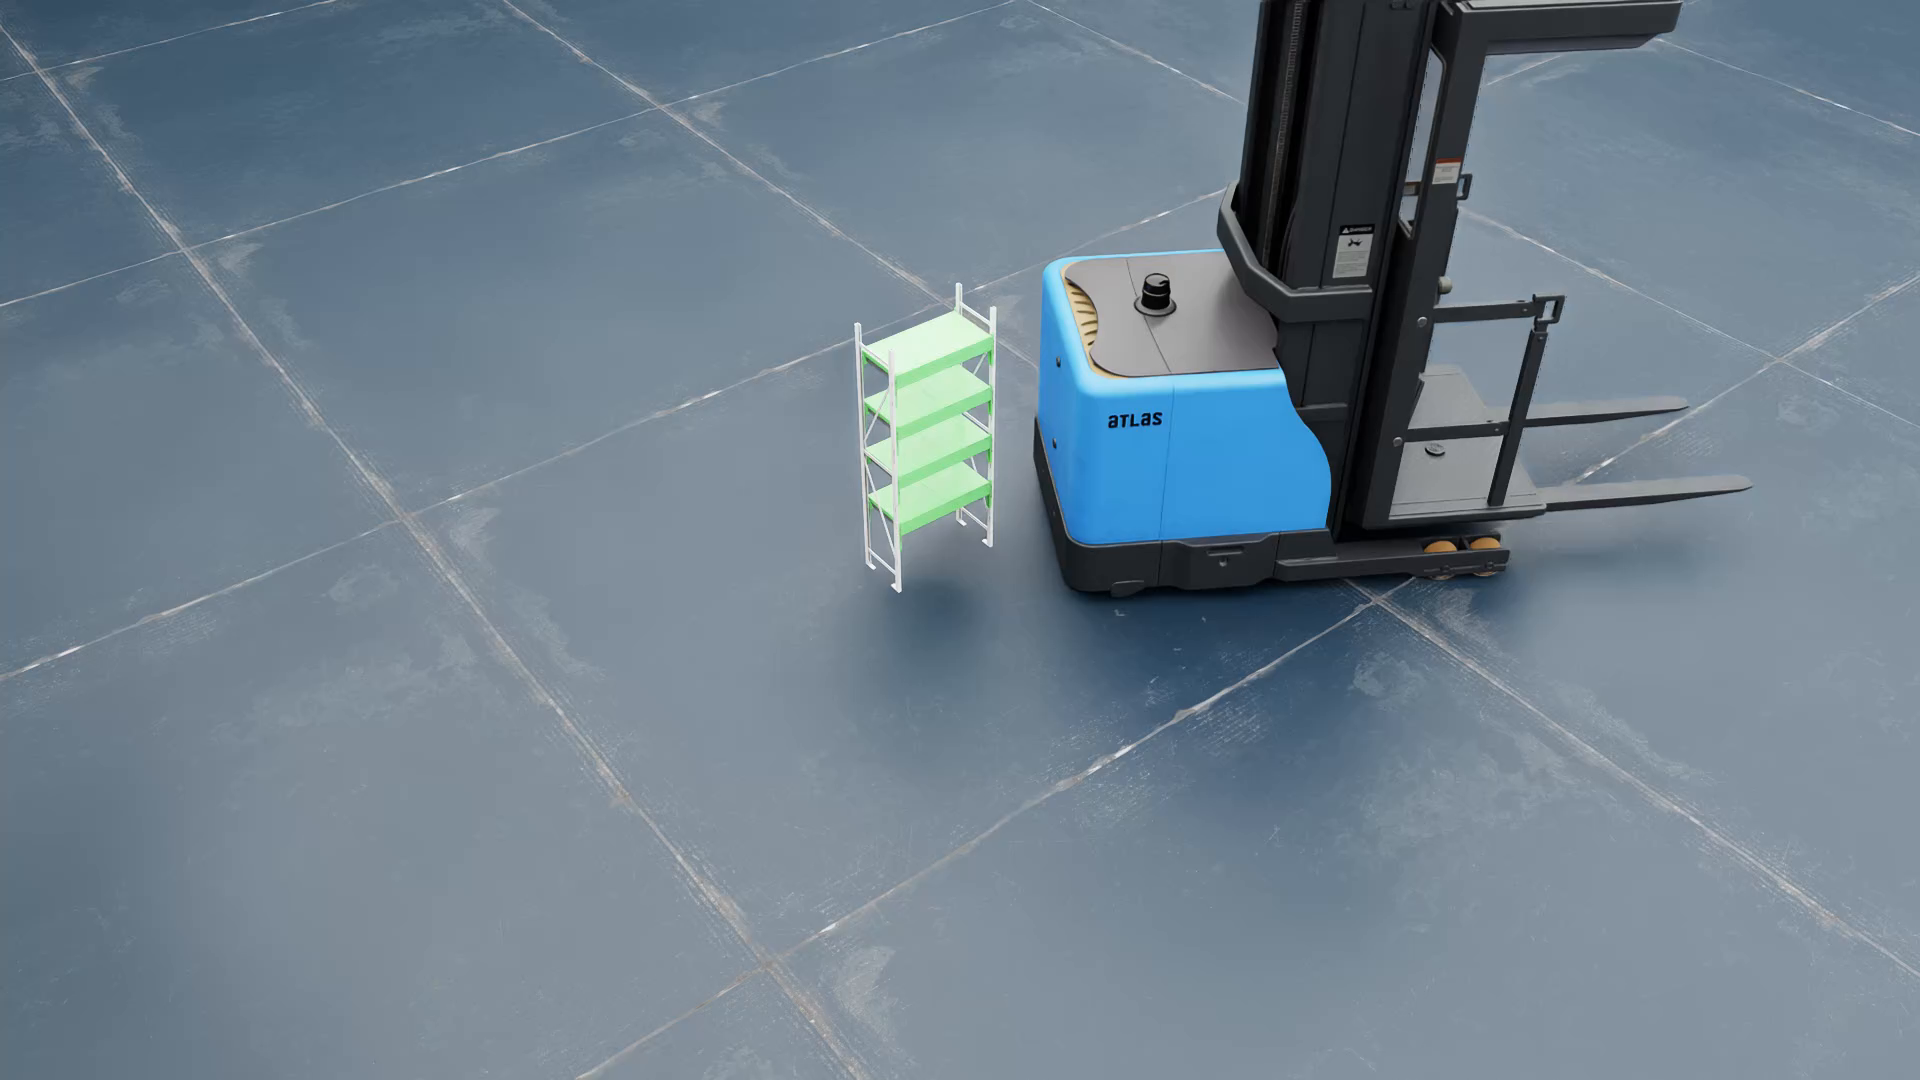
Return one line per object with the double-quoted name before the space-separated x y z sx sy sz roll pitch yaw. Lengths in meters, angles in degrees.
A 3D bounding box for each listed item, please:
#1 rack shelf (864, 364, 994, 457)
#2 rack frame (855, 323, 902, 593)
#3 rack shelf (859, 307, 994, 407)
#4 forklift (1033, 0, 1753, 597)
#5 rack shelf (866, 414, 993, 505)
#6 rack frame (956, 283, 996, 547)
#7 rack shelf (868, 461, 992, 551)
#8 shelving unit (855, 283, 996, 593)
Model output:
"rack shelf" -0.131 -0.536 6.680 0.480 0.148 0.258 -26 46 -28
"rack frame" -0.325 -0.306 6.677 0.015 1.200 0.240 -26 46 -28
"rack shelf" -0.131 -0.722 6.528 0.480 0.148 0.258 -26 46 -28
"forklift" 1.888 -1.295 6.518 3.031 2.935 1.130 -4 40 -5
"rack shelf" -0.131 -0.351 6.832 0.480 0.148 0.258 -26 46 -28
"rack frame" 0.062 -0.494 6.906 0.015 1.200 0.240 -26 46 -28
"rack shelf" -0.131 -0.165 6.984 0.480 0.148 0.258 -26 46 -28
"shelving unit" -0.131 -0.400 6.791 0.503 1.200 0.258 -26 46 -28
